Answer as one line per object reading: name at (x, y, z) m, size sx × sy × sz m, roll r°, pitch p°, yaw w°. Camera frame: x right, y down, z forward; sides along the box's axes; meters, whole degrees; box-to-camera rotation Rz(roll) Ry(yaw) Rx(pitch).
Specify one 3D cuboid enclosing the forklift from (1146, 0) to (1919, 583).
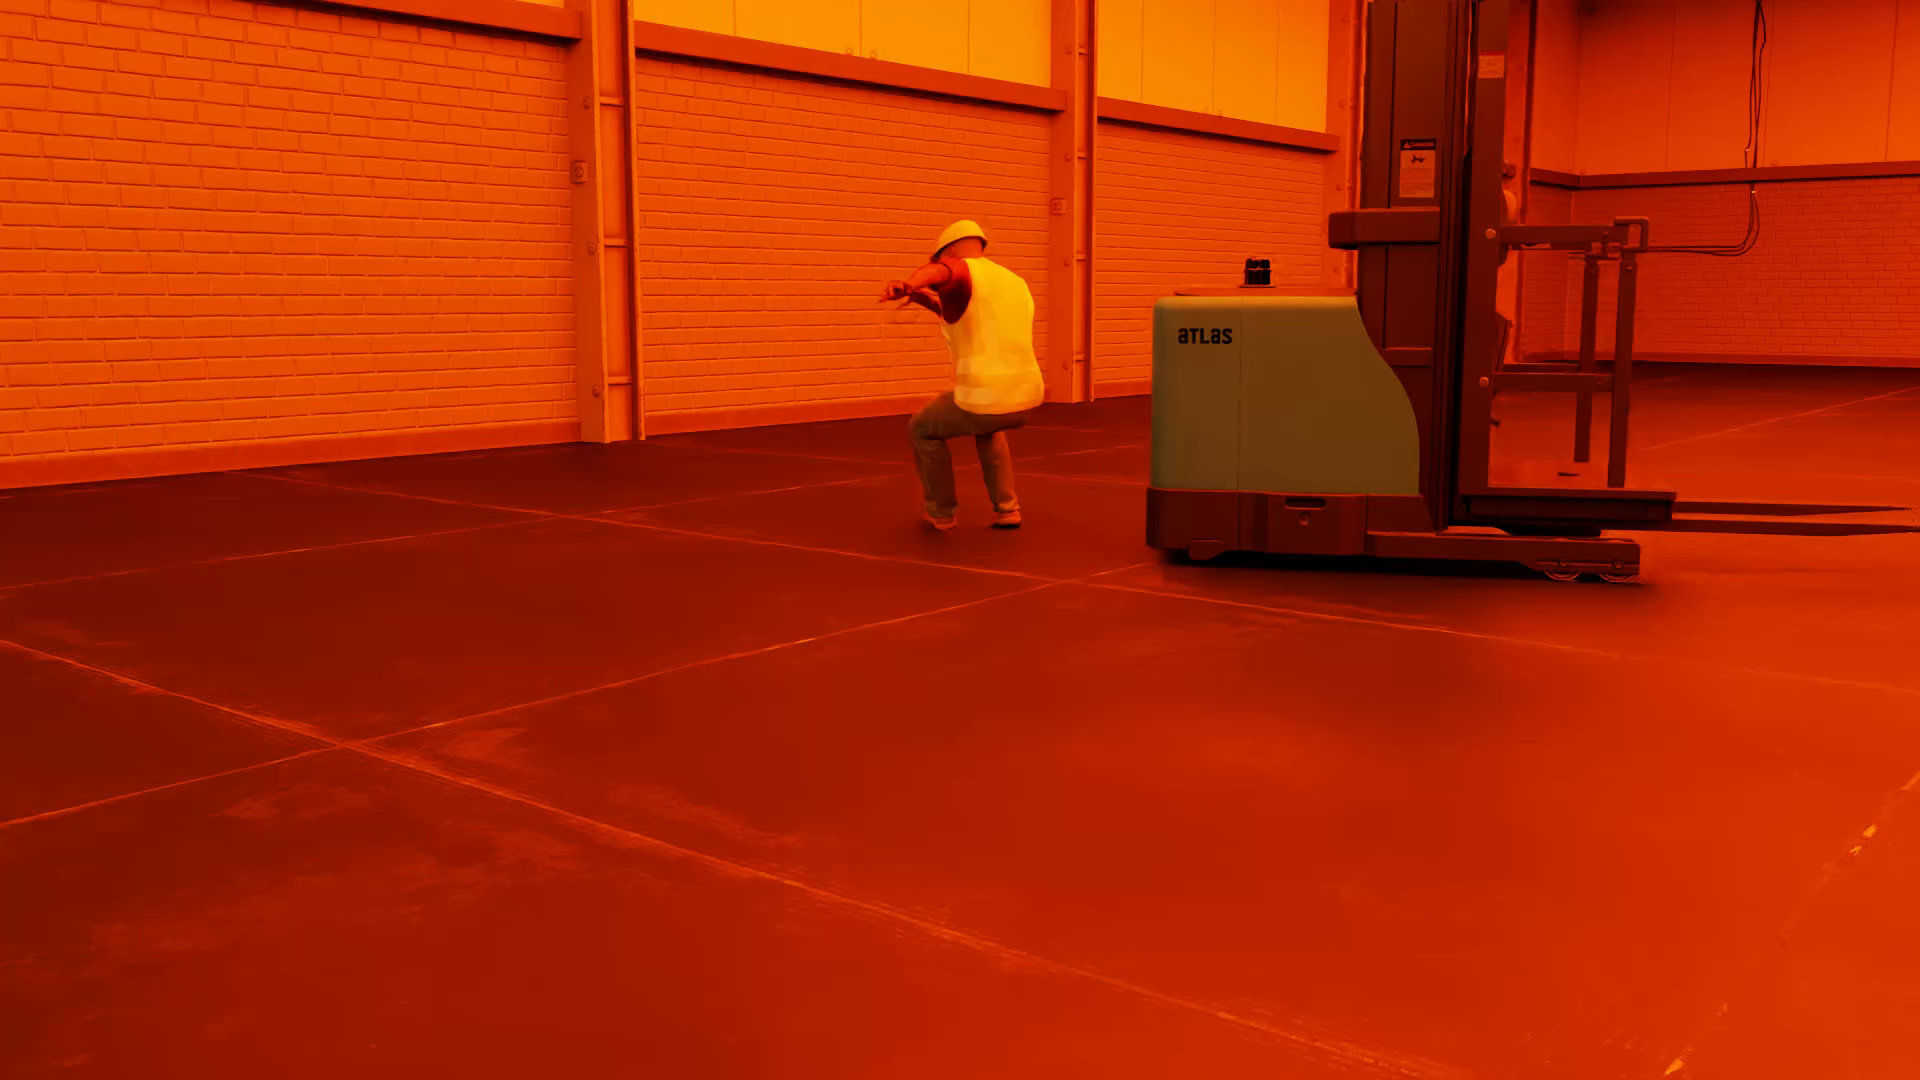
forklift at (2.330, -1.371, 6.653) m, size 3.031 × 2.935 × 1.130 m, roll 2°, pitch 9°, yaw 13°

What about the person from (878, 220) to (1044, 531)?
person at (-0.096, -0.686, 7.316) m, size 1.335 × 1.438 × 0.849 m, roll -8°, pitch 12°, yaw -44°
